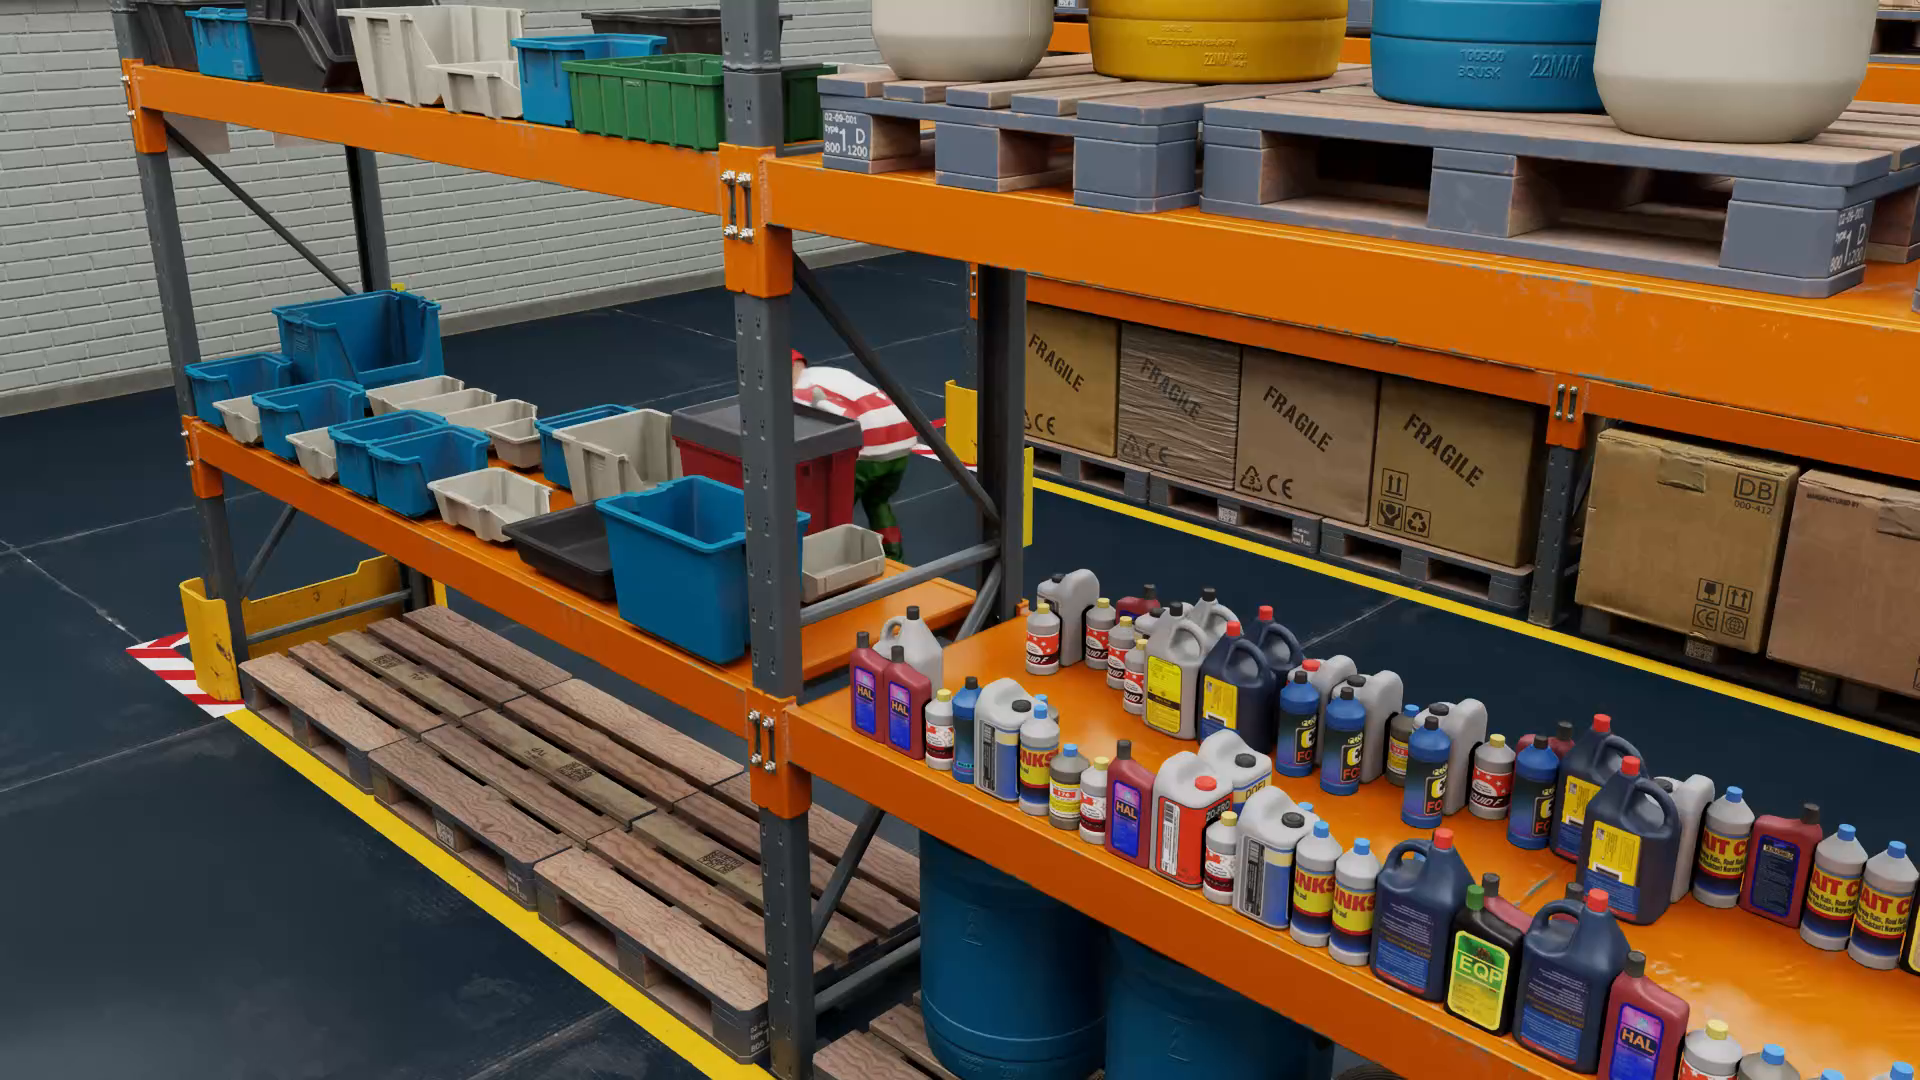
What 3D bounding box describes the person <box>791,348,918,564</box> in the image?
[{"bbox_3d":[-0.637,-0.339,8.710,0.927,1.258,0.507,17,27,39],"label":"person"}]
